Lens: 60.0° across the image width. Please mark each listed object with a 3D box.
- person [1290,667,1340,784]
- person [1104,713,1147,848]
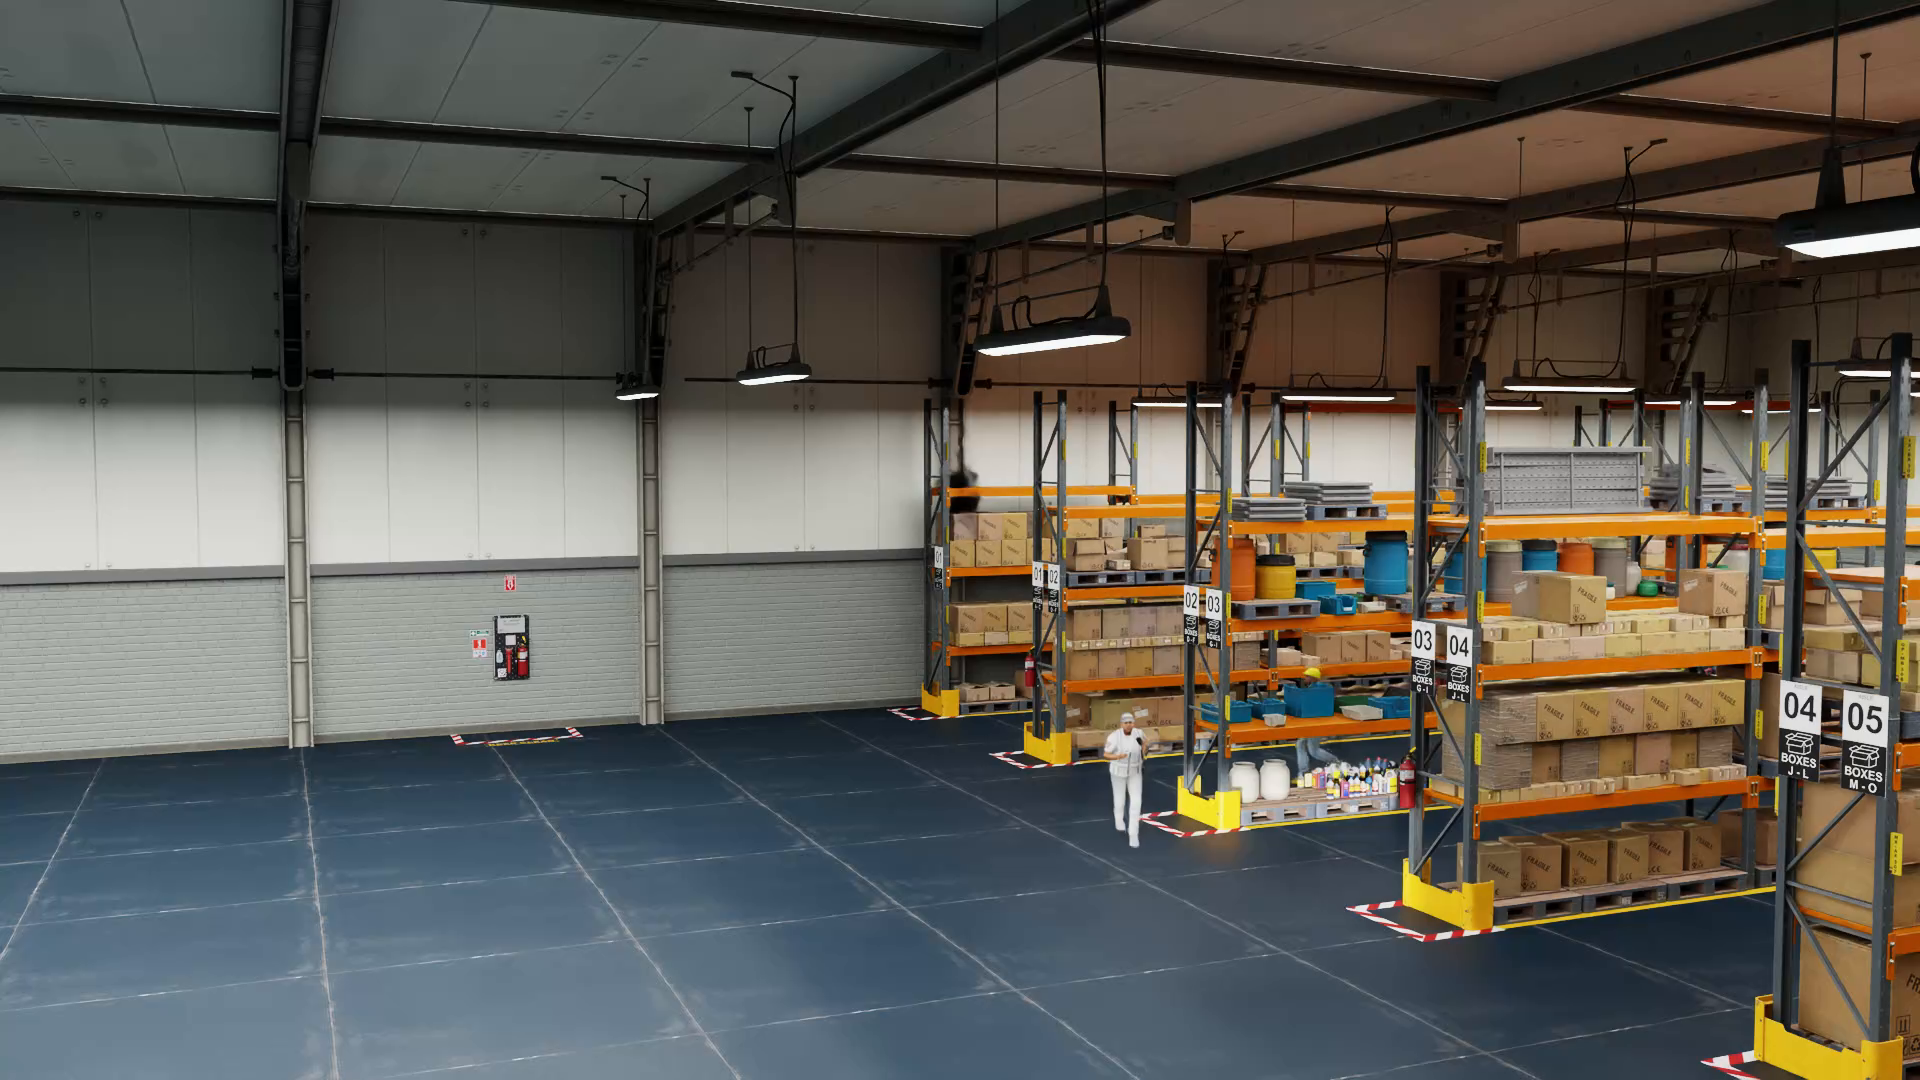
[{"bbox_3d":[5.376,2.811,25.173,0.852,1.767,0.689,-1,4,-17],"label":"person"},{"bbox_3d":[2.151,3.081,21.603,0.603,1.730,0.888,0,3,-2],"label":"person"}]
